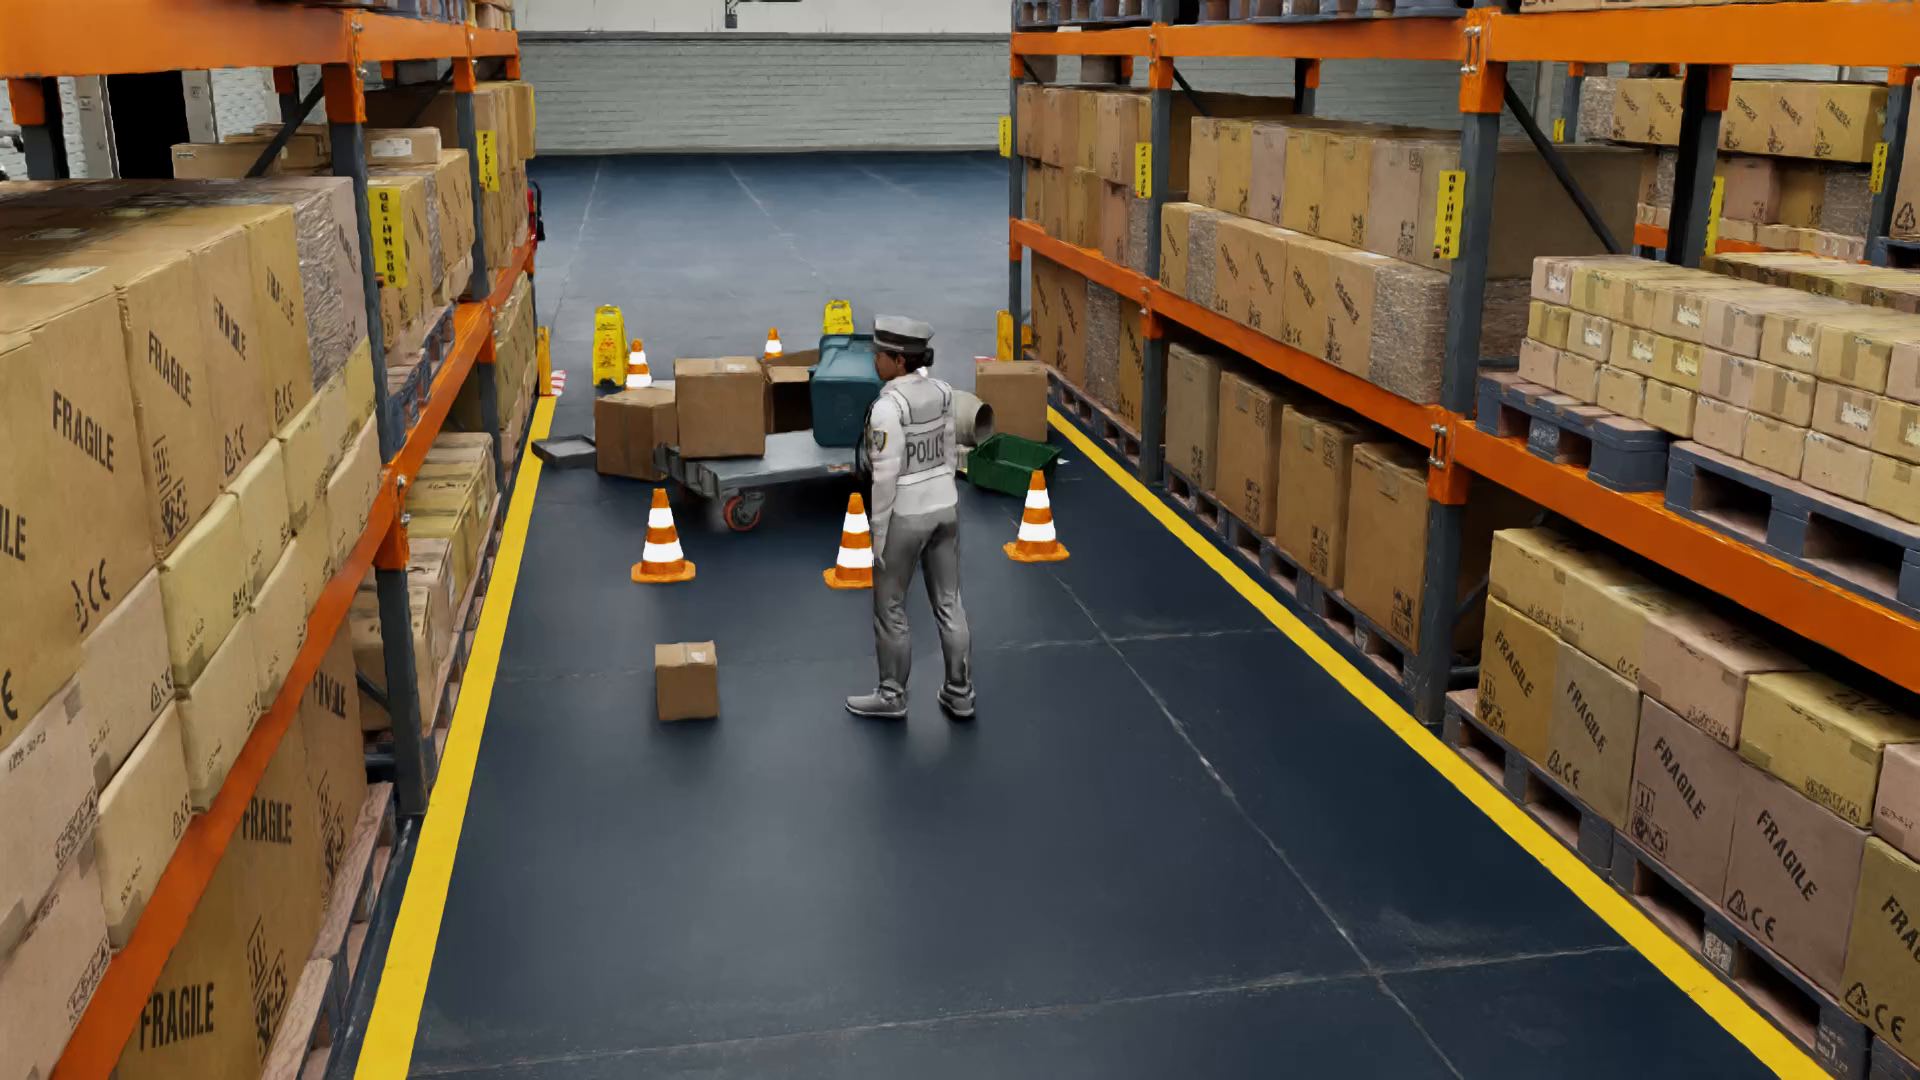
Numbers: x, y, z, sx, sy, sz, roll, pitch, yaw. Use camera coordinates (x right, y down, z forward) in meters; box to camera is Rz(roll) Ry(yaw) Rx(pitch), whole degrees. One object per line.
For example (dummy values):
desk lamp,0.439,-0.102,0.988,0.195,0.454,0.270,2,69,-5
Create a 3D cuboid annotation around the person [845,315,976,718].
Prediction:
person,-0.203,-0.076,6.766,0.509,1.679,0.497,14,22,40
